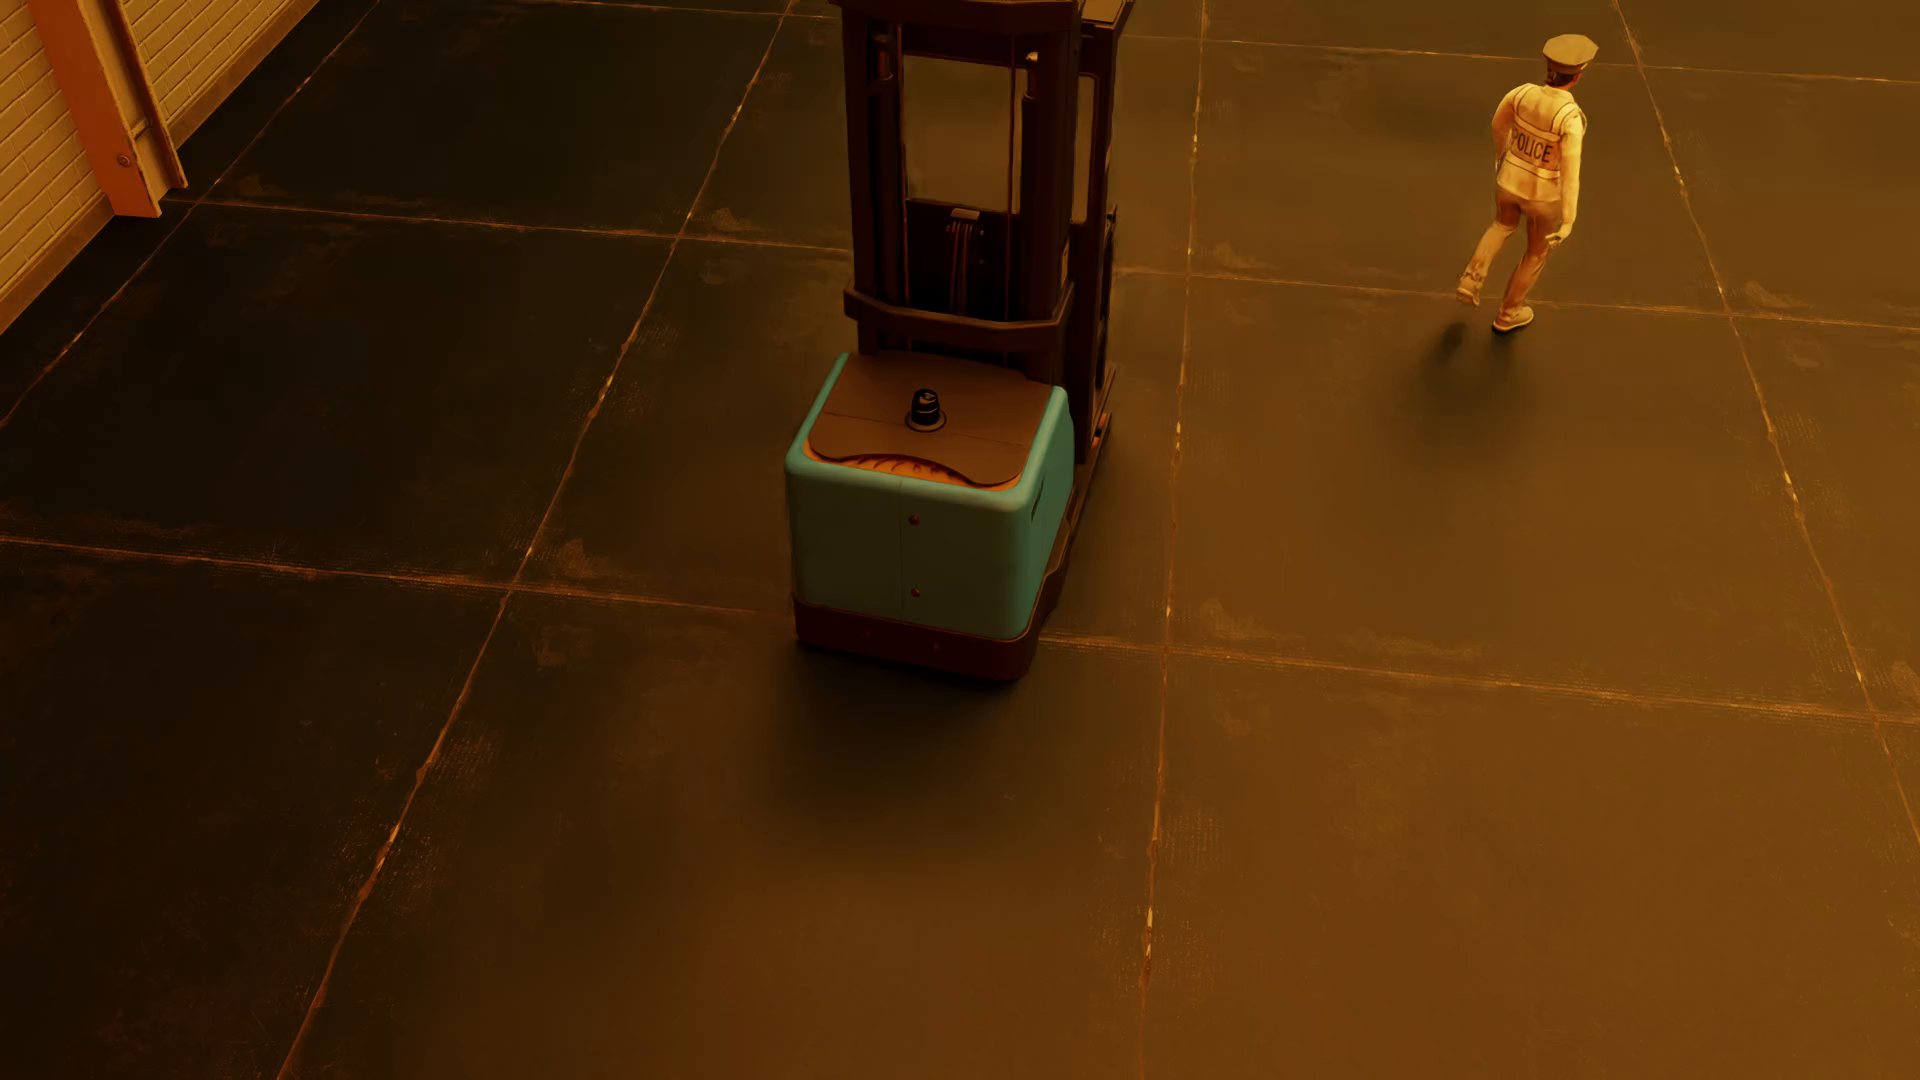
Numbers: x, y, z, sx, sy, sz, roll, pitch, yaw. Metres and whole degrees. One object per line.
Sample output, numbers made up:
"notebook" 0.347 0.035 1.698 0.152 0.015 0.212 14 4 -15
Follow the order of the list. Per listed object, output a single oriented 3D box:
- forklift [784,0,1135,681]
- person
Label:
"forklift" 0.141 -1.487 7.343 1.130 2.935 3.031 10 44 11
"person" 2.954 -1.812 8.649 0.459 1.650 0.673 -29 50 -28
